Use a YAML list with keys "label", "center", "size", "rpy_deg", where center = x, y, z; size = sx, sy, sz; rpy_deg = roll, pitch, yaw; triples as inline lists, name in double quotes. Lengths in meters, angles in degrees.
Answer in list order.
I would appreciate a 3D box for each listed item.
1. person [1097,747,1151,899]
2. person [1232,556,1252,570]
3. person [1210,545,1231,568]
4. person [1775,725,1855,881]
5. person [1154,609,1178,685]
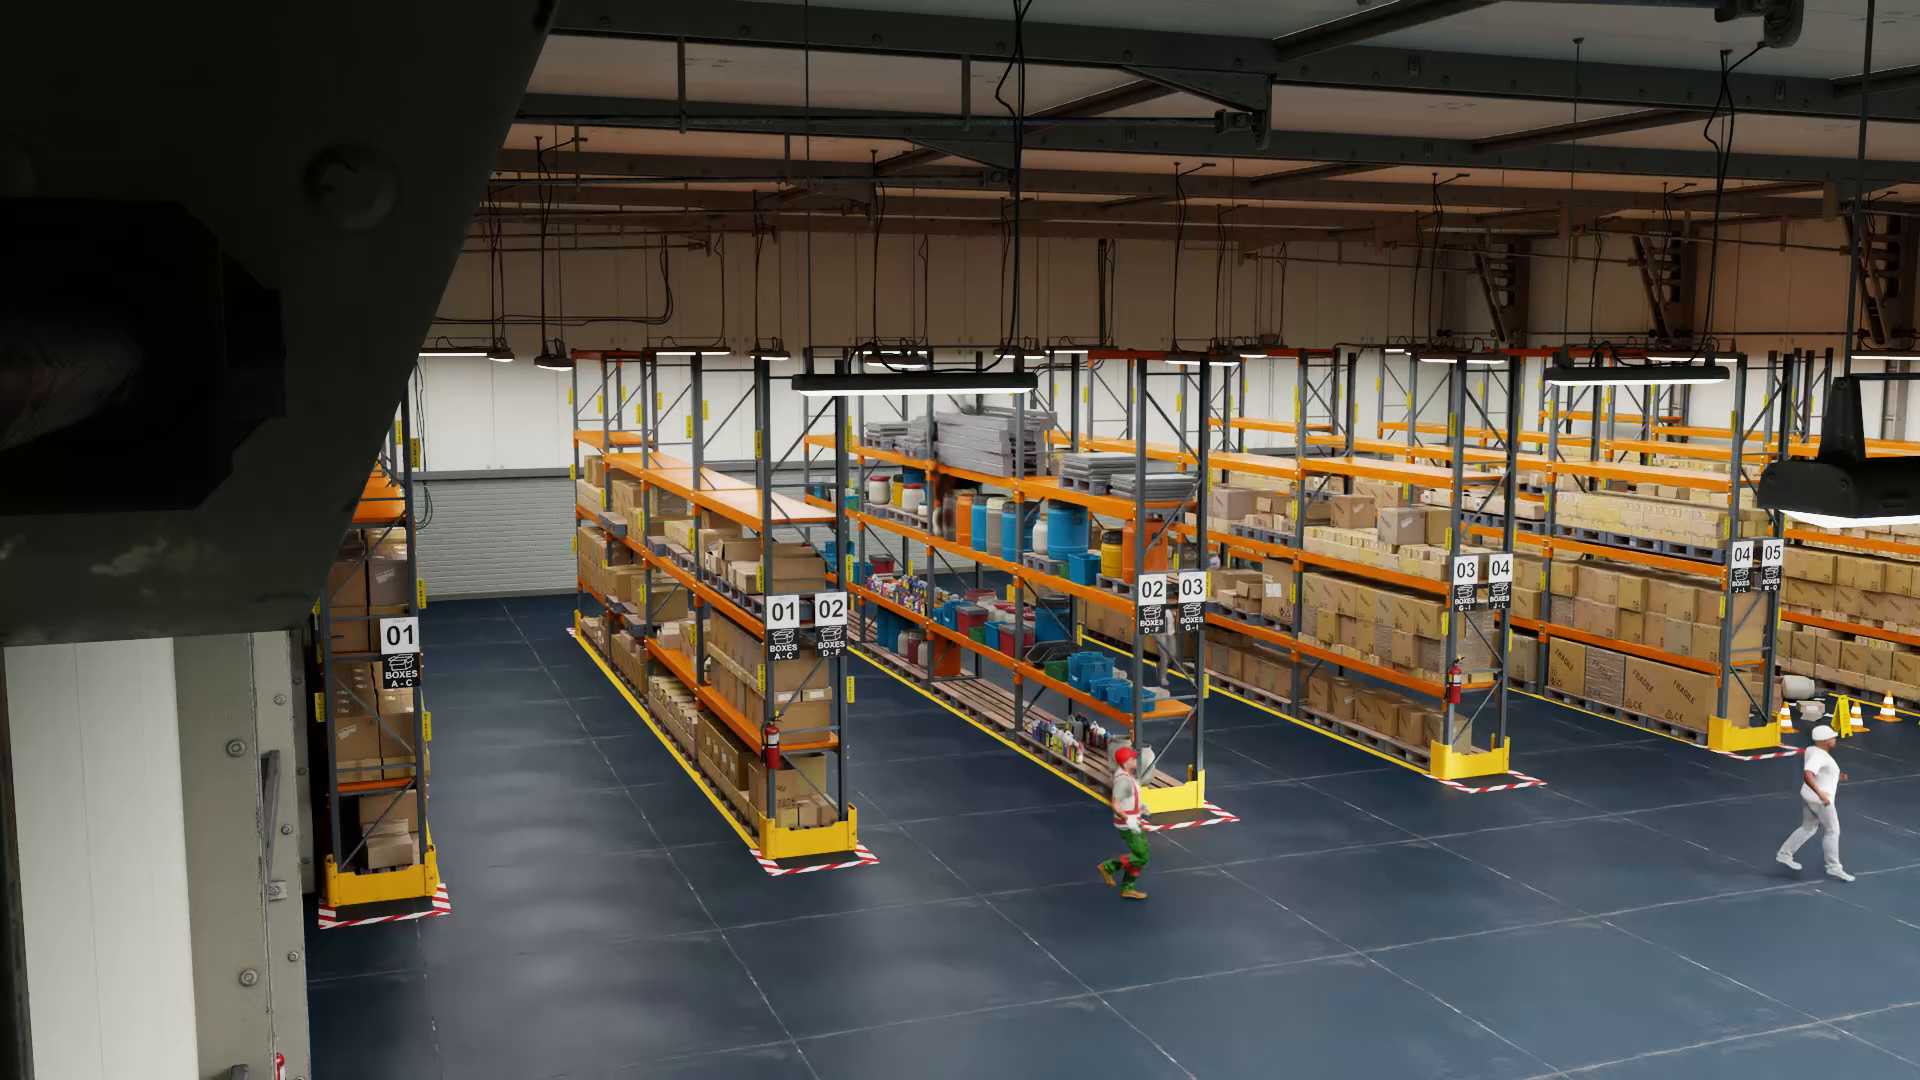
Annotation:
- label: "person"
  center: [1.846, 3.167, 18.653]
  size: [0.591, 1.732, 0.673]
  rpy_deg: [1, 7, 7]
- label: "person"
  center: [7.118, 0.339, 41.816]
  size: [0.721, 1.645, 0.506]
  rpy_deg: [-4, 8, -29]
- label: "person"
  center: [5.815, 0.922, 37.055]
  size: [0.618, 1.608, 0.827]
  rpy_deg: [-2, 7, -16]
- label: "person"
  center: [9.998, 3.039, 19.361]
  size: [0.827, 1.793, 0.687]
  rpy_deg: [1, 7, 10]
- label: "person"
  center: [3.523, 1.646, 28.786]
  size: [0.575, 1.684, 0.467]
  rpy_deg: [-3, 8, -20]
